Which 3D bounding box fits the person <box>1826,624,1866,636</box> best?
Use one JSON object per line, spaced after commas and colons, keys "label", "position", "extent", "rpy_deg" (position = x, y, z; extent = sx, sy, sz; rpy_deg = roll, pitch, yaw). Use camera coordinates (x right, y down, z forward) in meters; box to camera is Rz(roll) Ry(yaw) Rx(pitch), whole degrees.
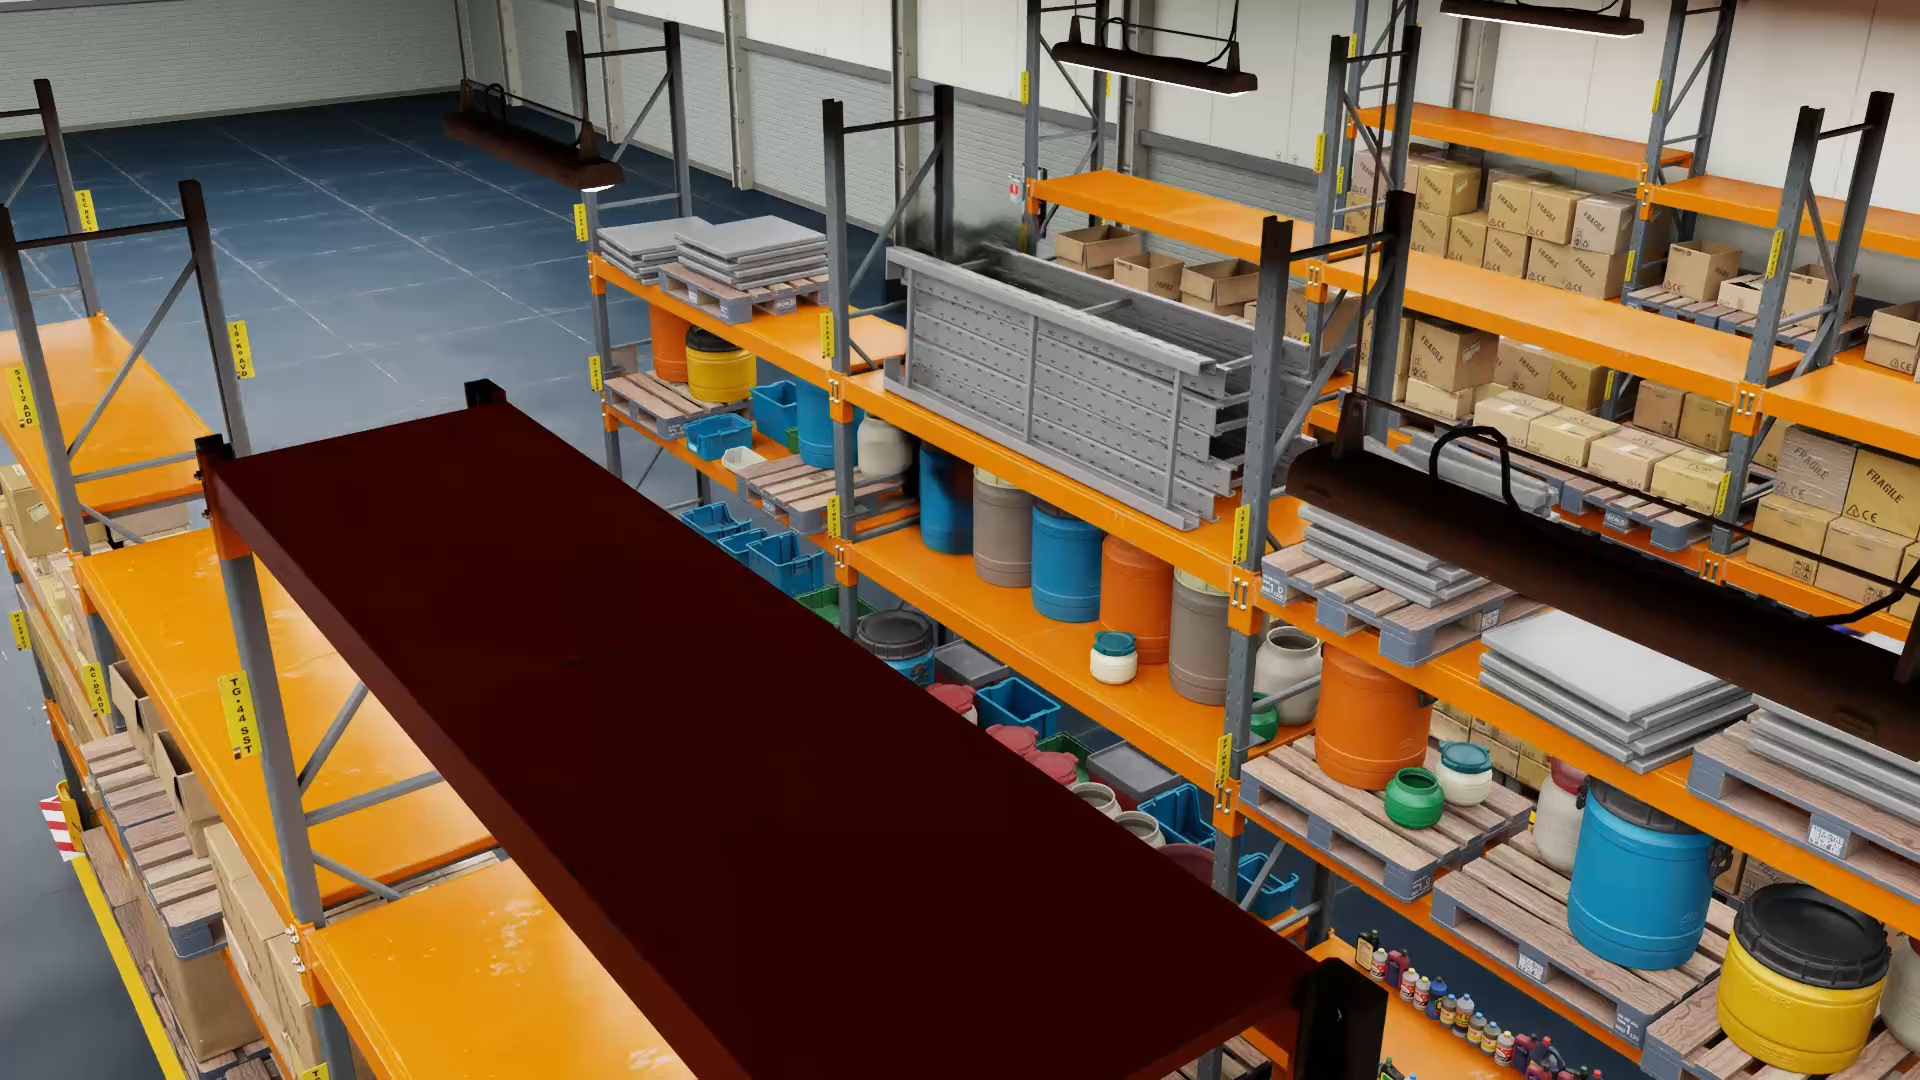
{"label": "person", "position": [7.565, 1.145, 14.488], "extent": [0.929, 1.659, 0.570], "rpy_deg": [23, 33, 40]}
